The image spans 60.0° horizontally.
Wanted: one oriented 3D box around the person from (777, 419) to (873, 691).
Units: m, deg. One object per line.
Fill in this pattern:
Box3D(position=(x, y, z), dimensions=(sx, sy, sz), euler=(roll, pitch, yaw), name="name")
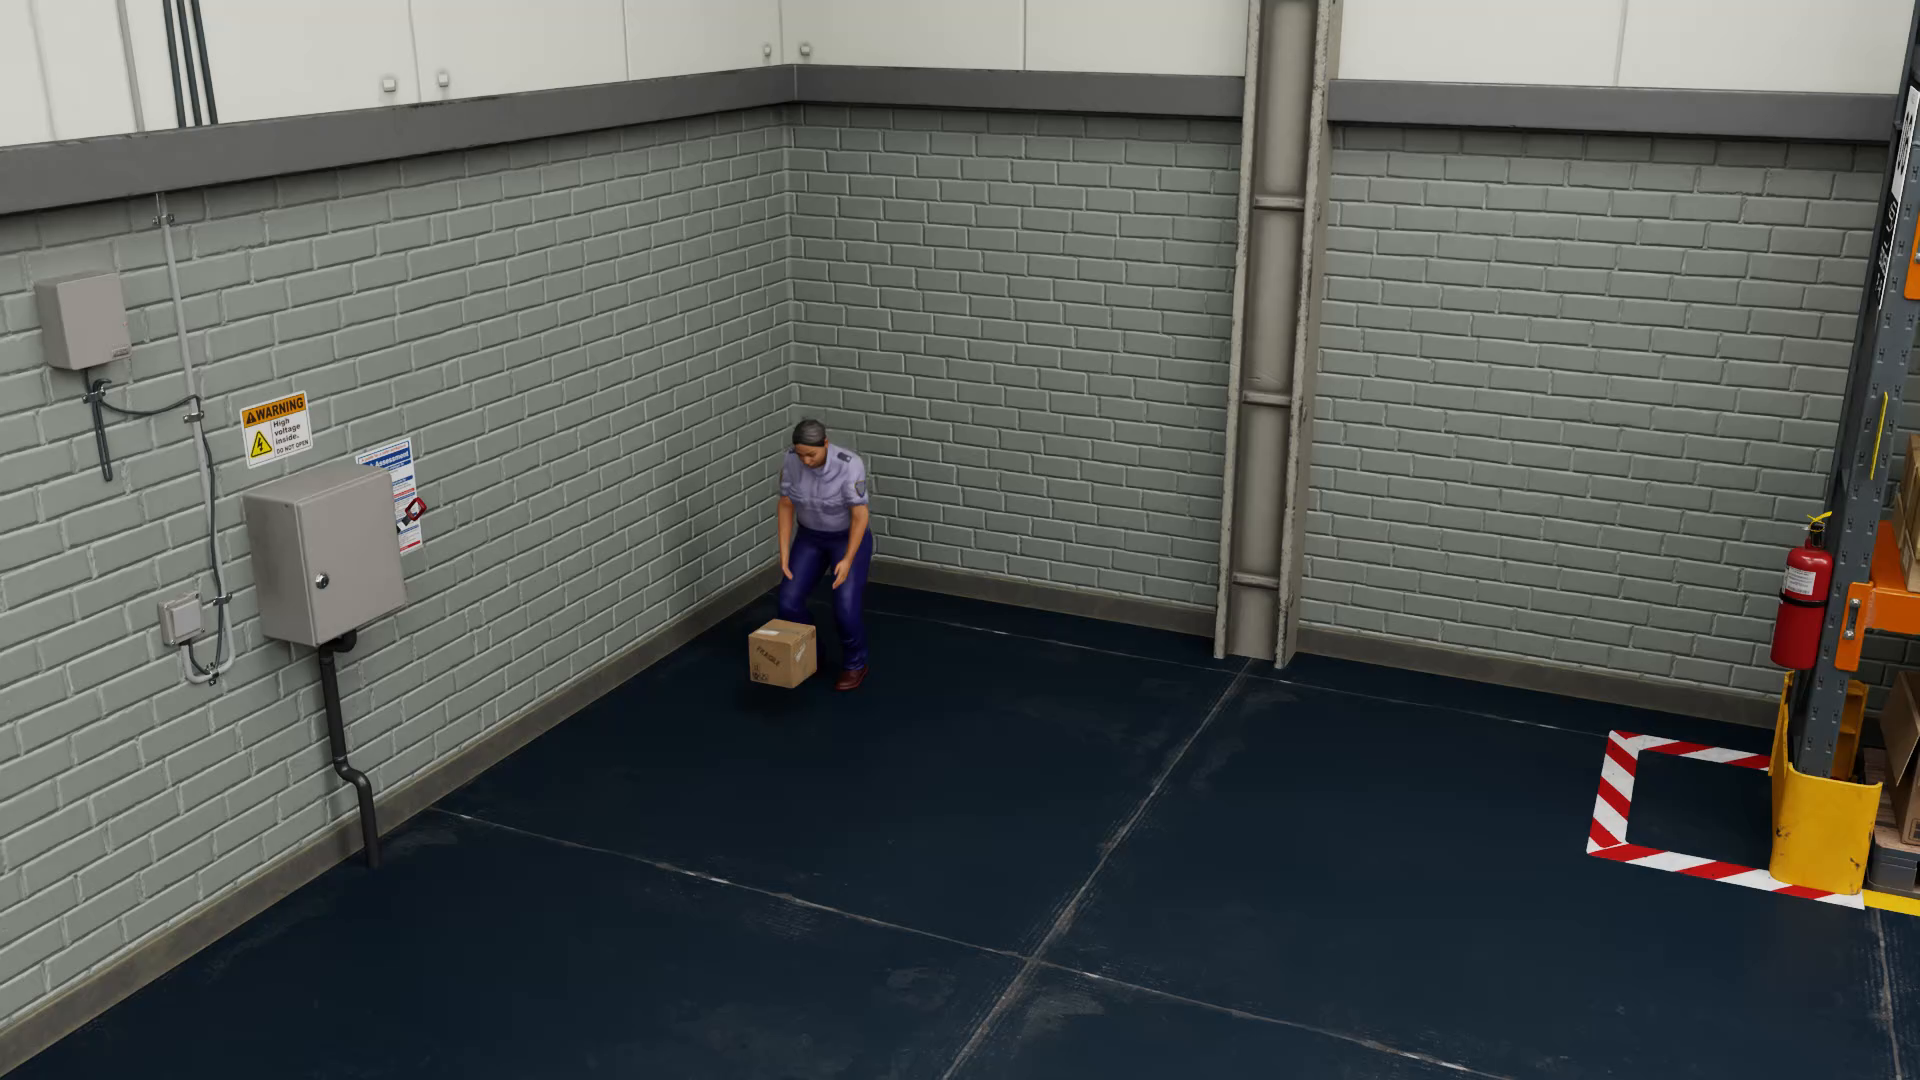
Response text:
Box3D(position=(-0.683, 0.050, 8.706), dimensions=(0.525, 1.490, 0.552), euler=(9, 21, 24), name="person")
